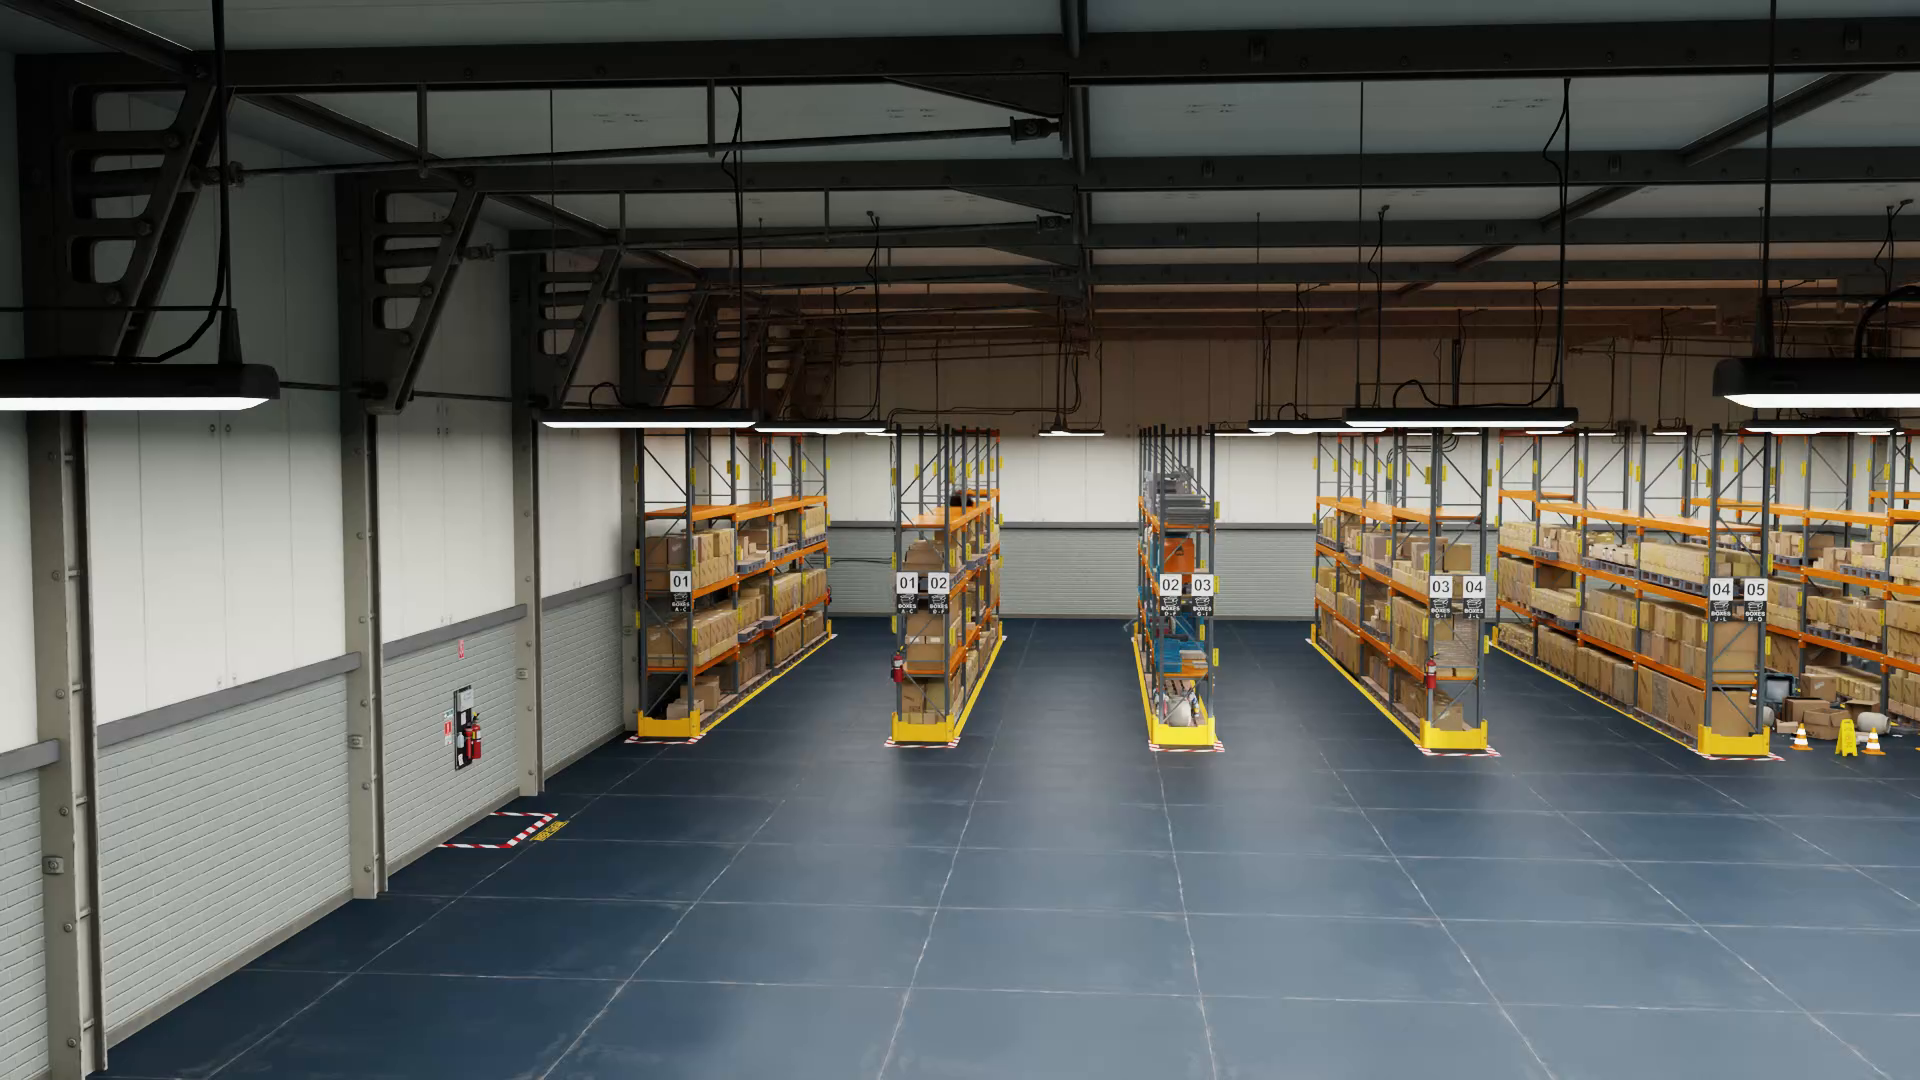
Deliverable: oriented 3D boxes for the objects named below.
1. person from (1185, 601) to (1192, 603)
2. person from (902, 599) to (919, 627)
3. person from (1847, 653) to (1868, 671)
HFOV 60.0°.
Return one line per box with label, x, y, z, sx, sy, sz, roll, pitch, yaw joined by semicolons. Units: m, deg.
person;6.585;2.081;47.858;0.584;1.480;0.884;-3;4;-39
person;-1.300;1.870;49.171;0.657;1.761;0.709;0;3;0
person;21.894;2.386;40.646;0.658;1.738;0.814;0;3;-4
